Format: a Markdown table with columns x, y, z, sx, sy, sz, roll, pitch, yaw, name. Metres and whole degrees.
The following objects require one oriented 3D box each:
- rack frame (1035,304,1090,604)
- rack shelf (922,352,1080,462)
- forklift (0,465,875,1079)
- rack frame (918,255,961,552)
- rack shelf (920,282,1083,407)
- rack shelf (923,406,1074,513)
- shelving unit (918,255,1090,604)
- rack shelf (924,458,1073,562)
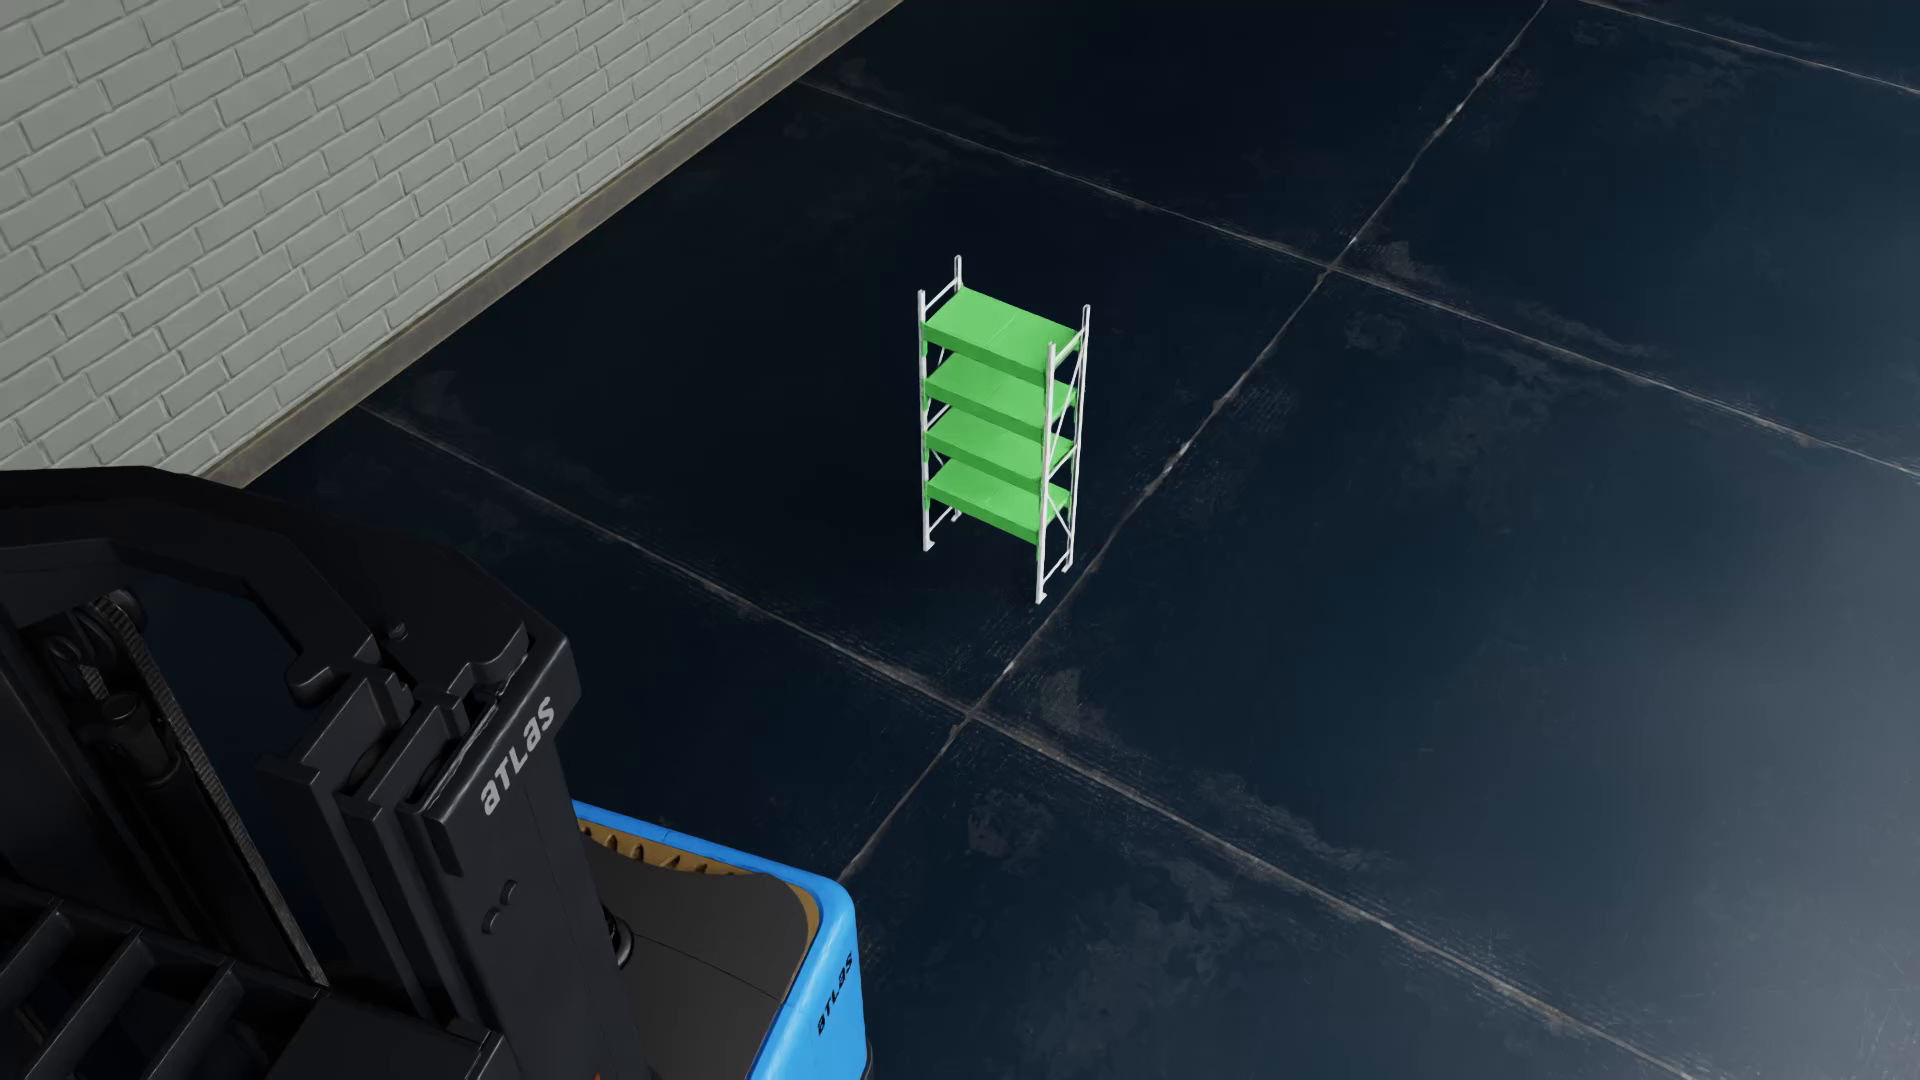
| x | y | z | sx | sy | sz | roll | pitch | yaw | name |
| --- | --- | --- | --- | --- | --- | --- | --- | --- | --- |
| 0.345 | -0.260 | 5.666 | 0.015 | 1.200 | 0.240 | 25 | 51 | 22 | rack frame |
| 0.139 | -0.477 | 5.631 | 0.480 | 0.148 | 0.258 | 25 | 51 | 22 | rack shelf |
| -1.202 | 1.435 | 2.812 | 1.130 | 2.935 | 3.031 | 14 | 47 | 13 | forklift |
| -0.066 | -0.449 | 5.849 | 0.015 | 1.200 | 0.240 | 25 | 51 | 22 | rack frame |
| 0.139 | -0.644 | 5.459 | 0.480 | 0.148 | 0.258 | 25 | 51 | 22 | rack shelf |
| 0.139 | -0.310 | 5.803 | 0.480 | 0.148 | 0.258 | 25 | 51 | 22 | rack shelf |
| 0.139 | -0.354 | 5.757 | 0.503 | 1.200 | 0.258 | 25 | 51 | 22 | shelving unit |
| 0.139 | -0.142 | 5.975 | 0.480 | 0.148 | 0.258 | 25 | 51 | 22 | rack shelf |
